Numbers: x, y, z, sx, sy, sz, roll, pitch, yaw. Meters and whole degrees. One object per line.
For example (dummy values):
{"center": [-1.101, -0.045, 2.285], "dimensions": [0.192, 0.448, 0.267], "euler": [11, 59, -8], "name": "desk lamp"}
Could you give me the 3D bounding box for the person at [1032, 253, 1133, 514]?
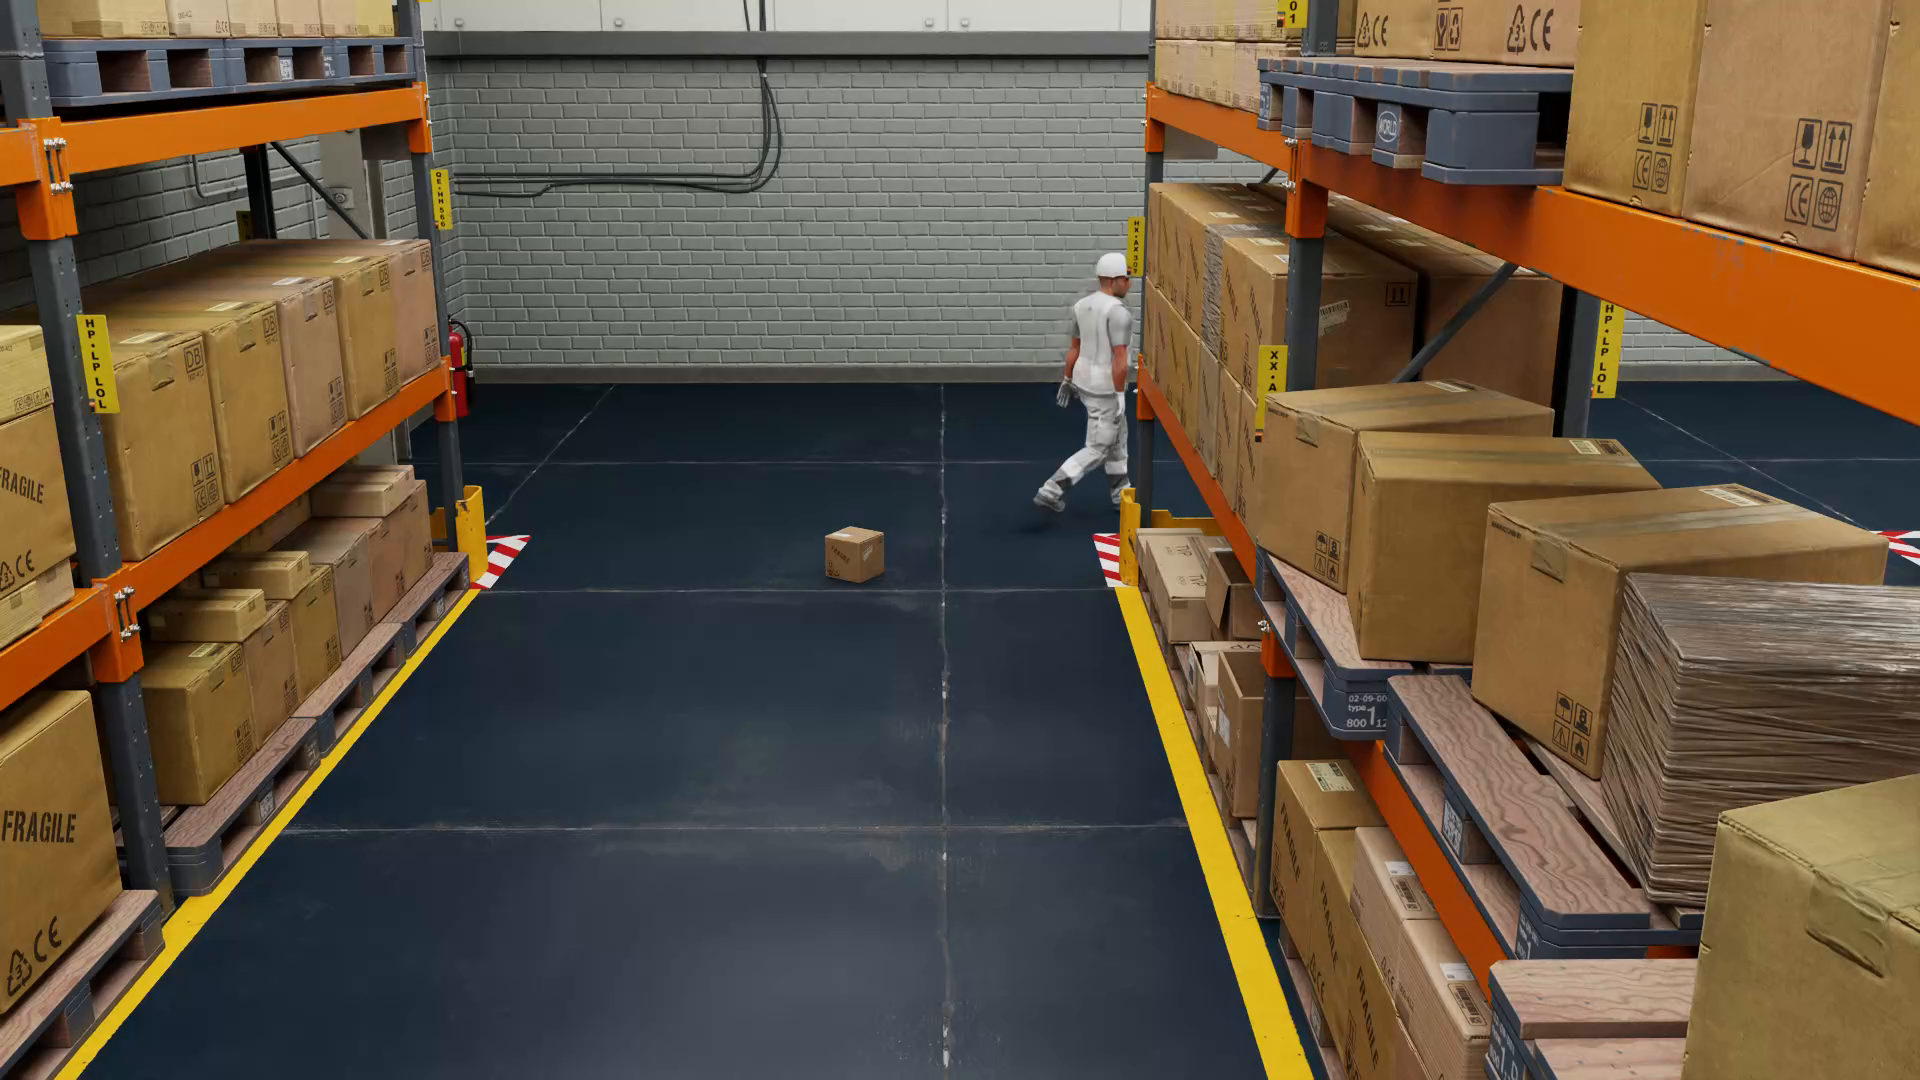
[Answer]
{"center": [0.884, -0.983, 10.772], "dimensions": [1.003, 1.742, 0.661], "euler": [-8, 19, -25], "name": "person"}
